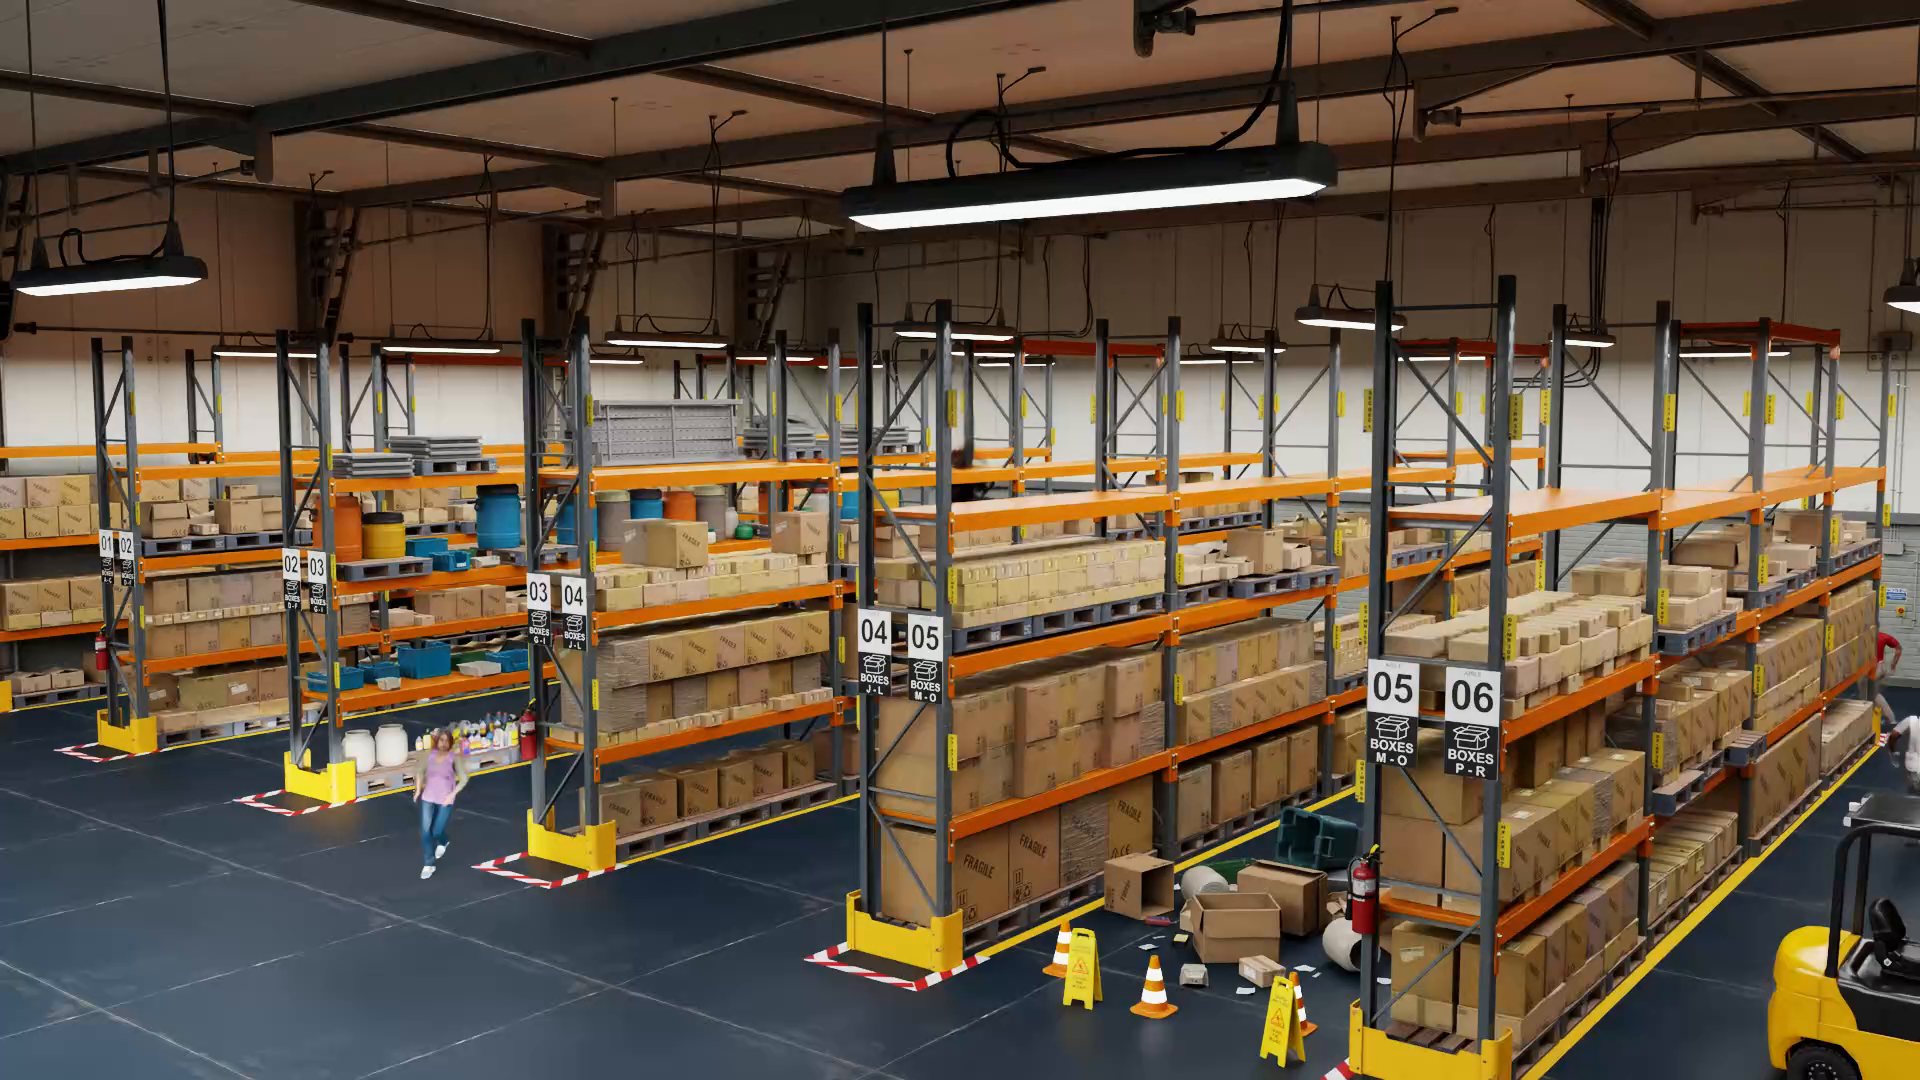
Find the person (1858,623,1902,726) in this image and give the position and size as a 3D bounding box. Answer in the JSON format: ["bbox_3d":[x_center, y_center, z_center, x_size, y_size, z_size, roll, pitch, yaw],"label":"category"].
[{"bbox_3d":[14.155,2.066,25.863,0.661,1.726,0.776,-2,5,-22],"label":"person"}]

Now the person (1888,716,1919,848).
[{"bbox_3d":[11.013,2.643,18.977,0.714,1.823,0.715,4,6,37],"label":"person"}]

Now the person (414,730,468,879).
[{"bbox_3d":[-5.622,2.833,18.048,0.587,1.568,0.613,0,5,1],"label":"person"}]
